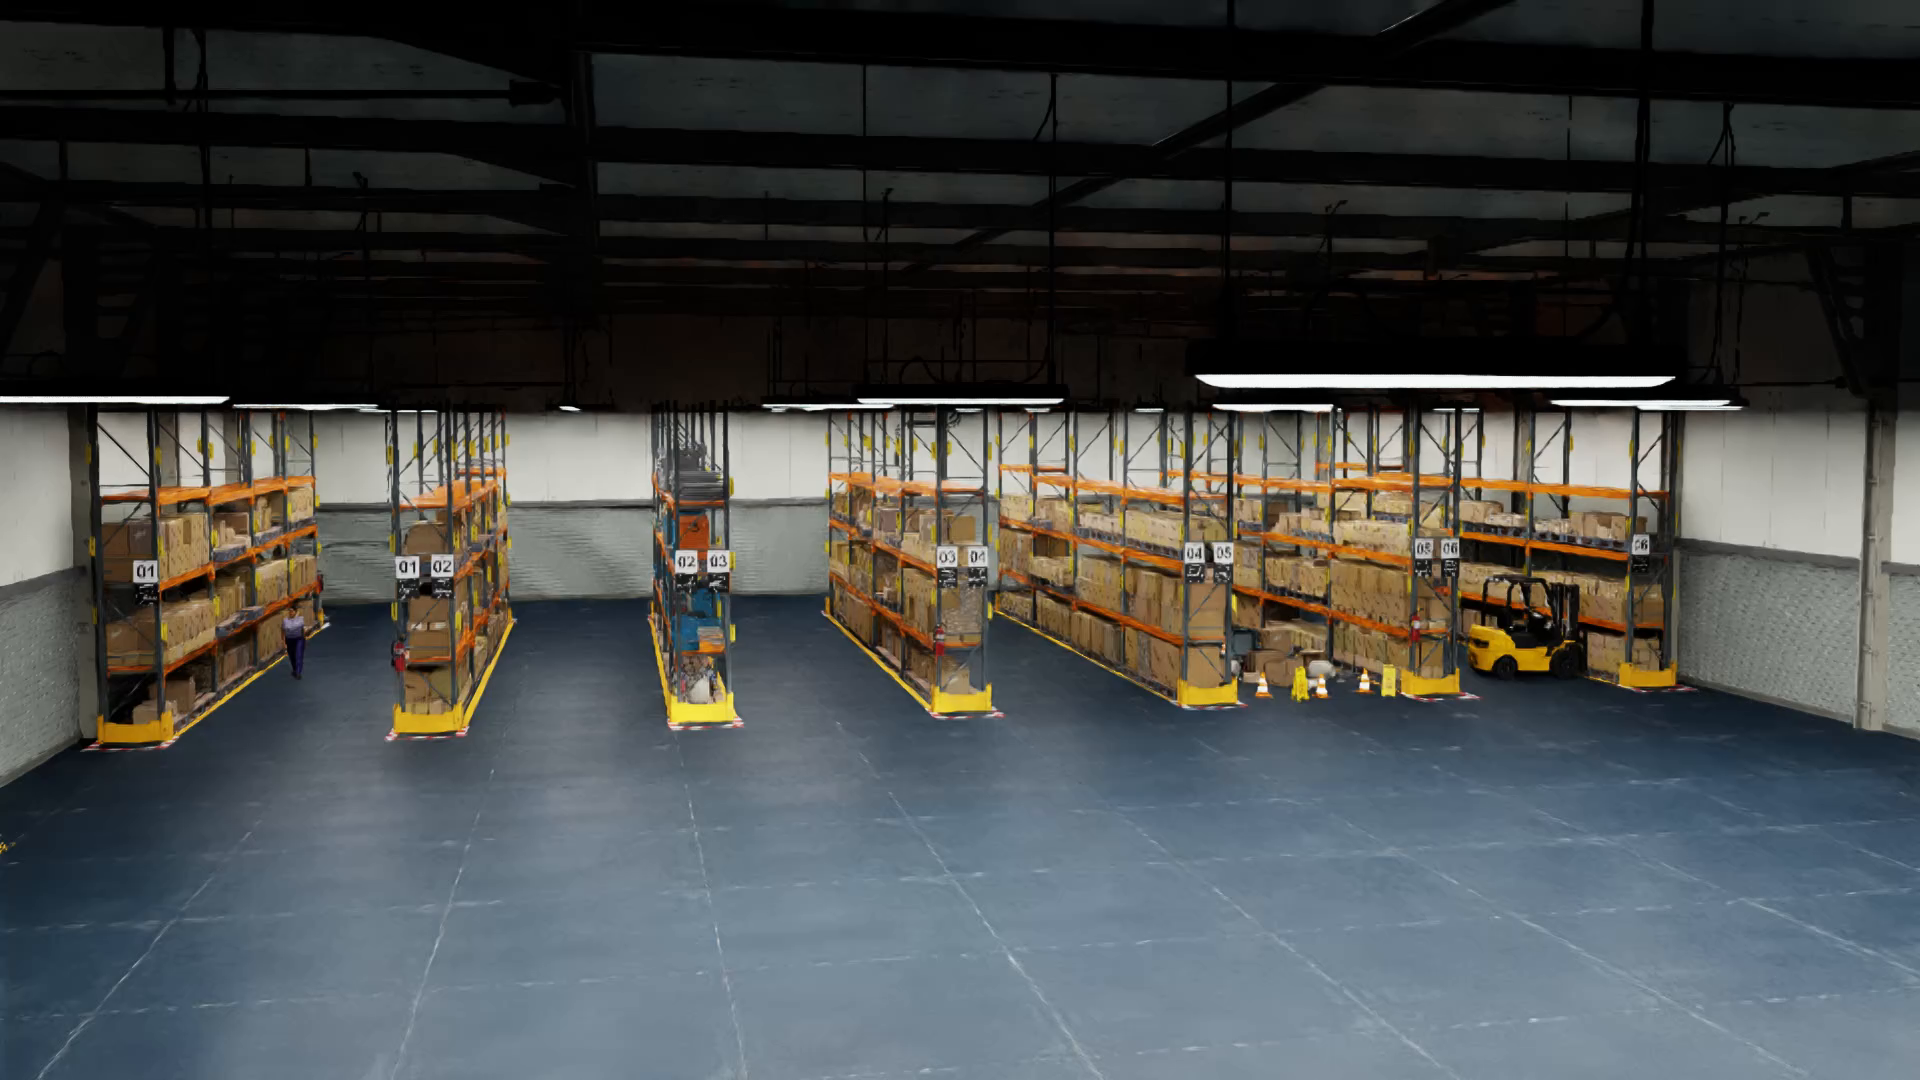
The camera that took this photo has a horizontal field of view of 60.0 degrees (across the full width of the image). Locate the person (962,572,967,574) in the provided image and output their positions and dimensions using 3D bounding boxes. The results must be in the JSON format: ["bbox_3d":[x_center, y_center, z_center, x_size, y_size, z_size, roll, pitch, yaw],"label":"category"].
[{"bbox_3d":[0.046,1.609,43.178,0.677,1.742,0.552,-1,4,-14],"label":"person"}]

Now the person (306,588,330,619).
[{"bbox_3d":[-17.931,1.439,46.184,0.529,1.588,0.639,2,5,24],"label":"person"}]

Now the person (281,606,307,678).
[{"bbox_3d":[-14.513,2.206,36.200,0.479,1.553,1.090,-1,4,-10],"label":"person"}]
